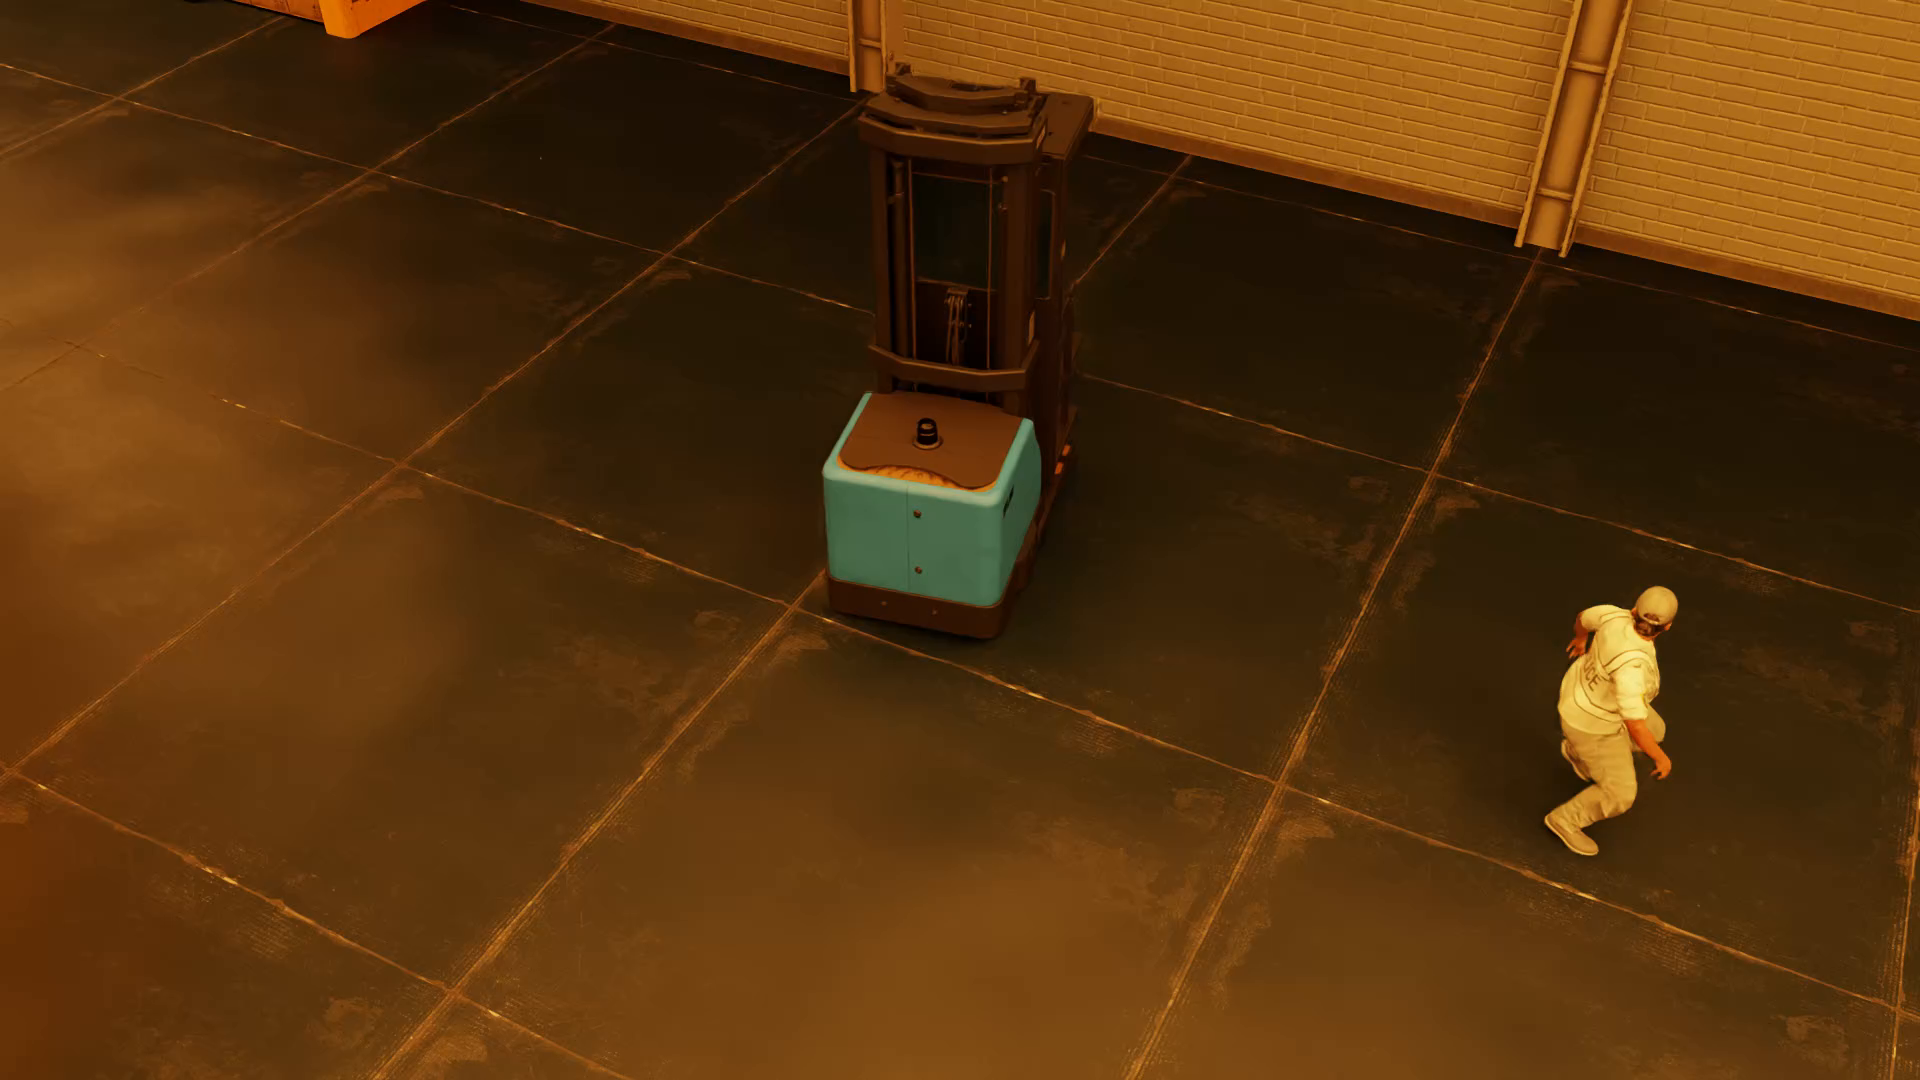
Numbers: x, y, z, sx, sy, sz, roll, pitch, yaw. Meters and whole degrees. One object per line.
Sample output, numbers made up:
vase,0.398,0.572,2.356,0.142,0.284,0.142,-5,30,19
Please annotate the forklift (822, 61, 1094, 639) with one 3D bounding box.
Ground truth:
forklift,0.117,-1.515,9.786,1.130,2.935,3.031,10,41,12

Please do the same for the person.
person,3.194,0.821,8.087,0.567,1.572,0.745,15,42,17
